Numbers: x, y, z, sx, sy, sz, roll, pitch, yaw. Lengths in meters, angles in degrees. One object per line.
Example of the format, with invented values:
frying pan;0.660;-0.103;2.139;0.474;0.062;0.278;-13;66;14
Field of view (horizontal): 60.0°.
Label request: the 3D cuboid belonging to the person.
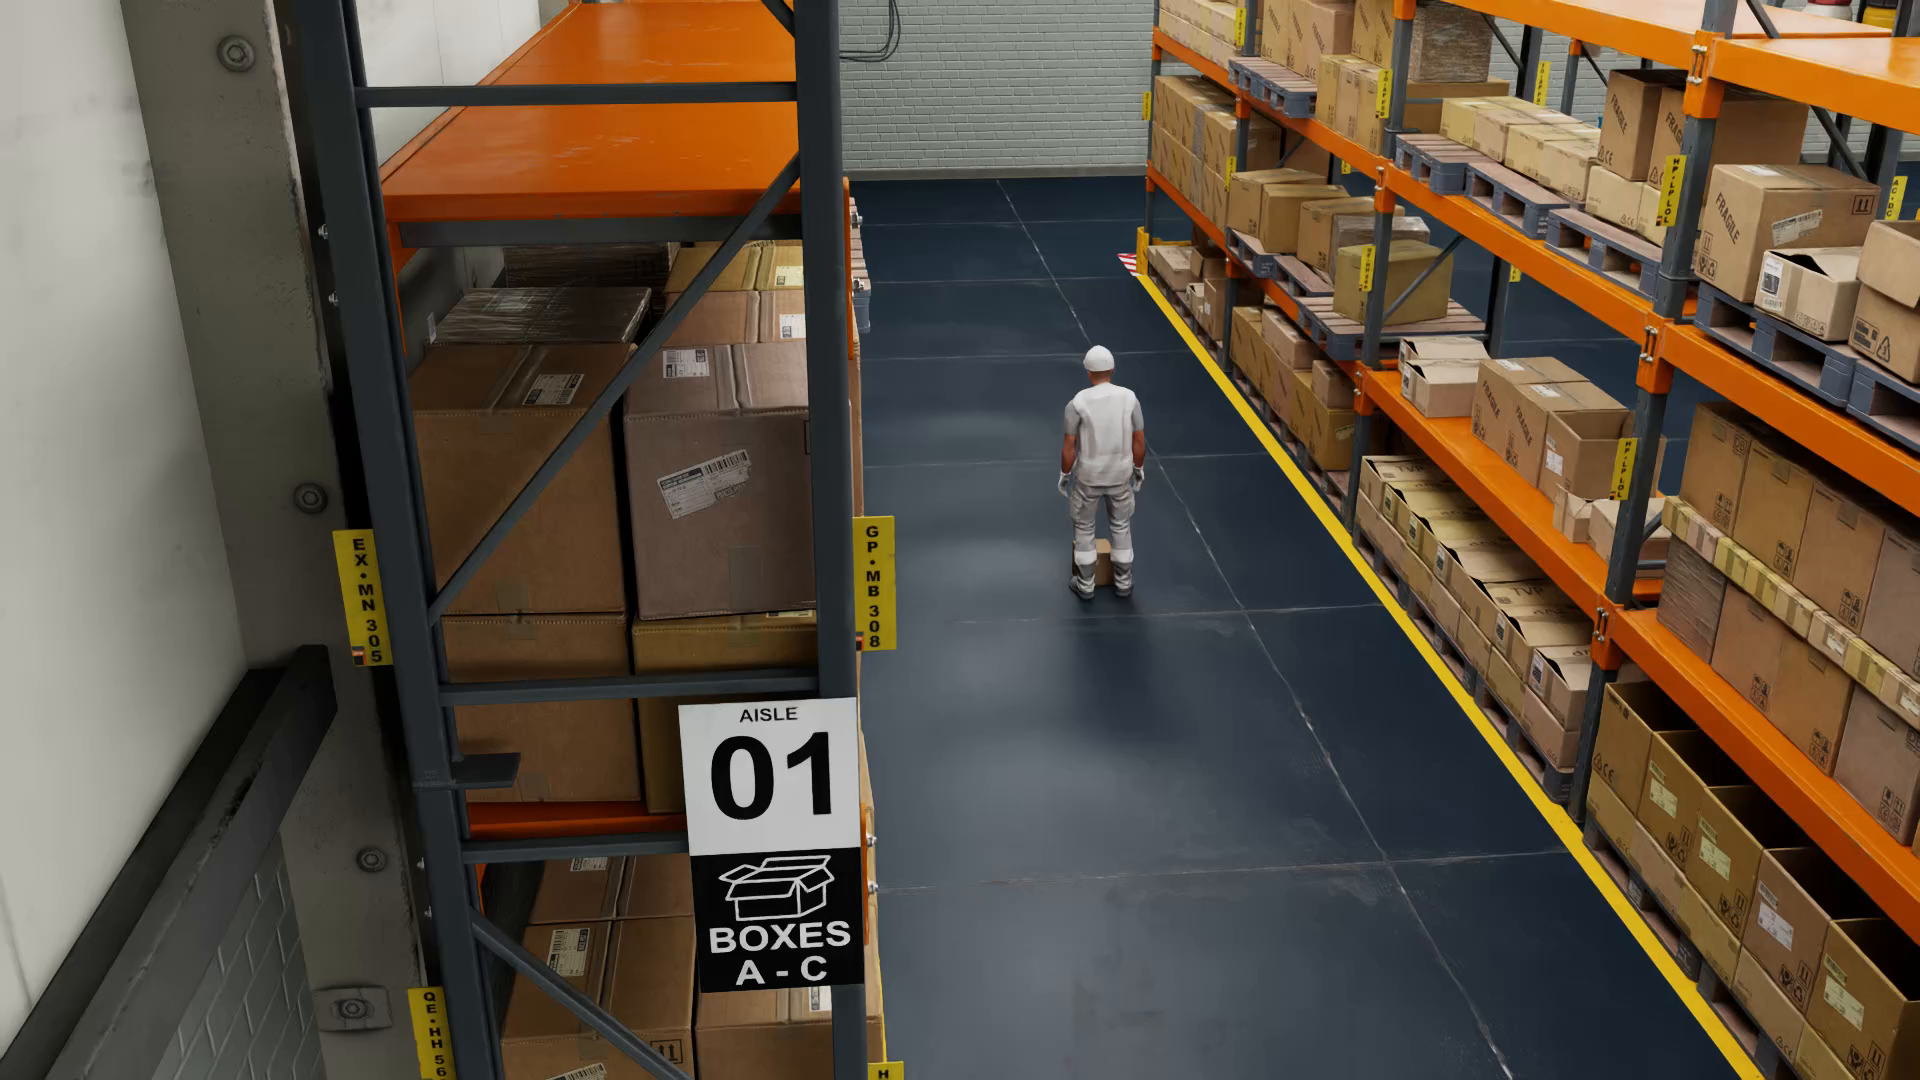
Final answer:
person;0.965;-0.448;11.344;0.610;1.777;0.452;-3;24;-8
